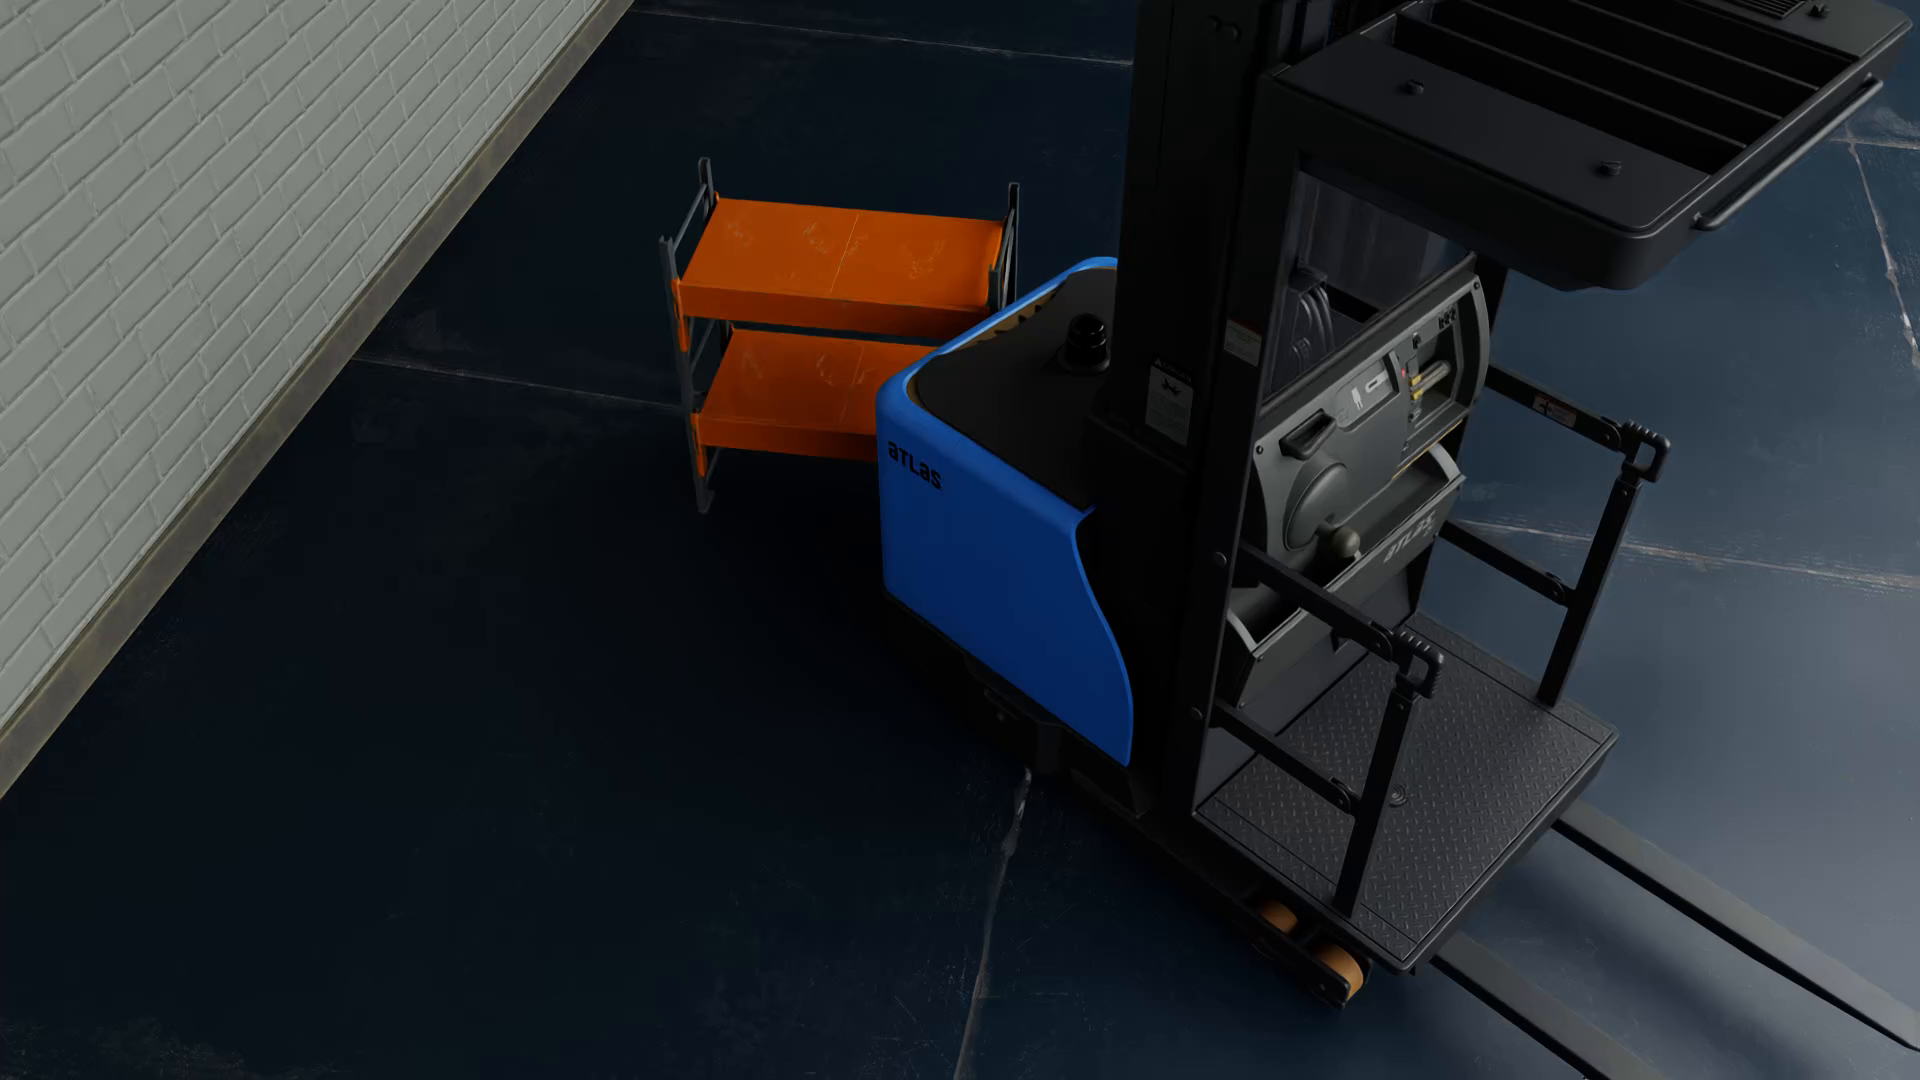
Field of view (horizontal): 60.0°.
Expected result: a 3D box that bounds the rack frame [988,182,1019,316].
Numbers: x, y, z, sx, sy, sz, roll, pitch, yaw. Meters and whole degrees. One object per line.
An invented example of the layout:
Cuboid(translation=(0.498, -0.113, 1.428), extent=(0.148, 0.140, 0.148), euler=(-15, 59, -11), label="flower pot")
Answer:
Cuboid(translation=(0.137, -0.566, 5.527), extent=(0.032, 1.125, 0.500), euler=(6, 44, 6), label="rack frame")

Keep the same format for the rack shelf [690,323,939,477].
Cuboid(translation=(-0.365, -0.443, 5.751), extent=(1.000, 0.278, 0.538), euler=(6, 44, 6), label="rack shelf")

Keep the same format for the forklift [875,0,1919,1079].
Cuboid(translation=(1.144, -0.226, 3.871), extent=(3.031, 2.935, 1.130), euler=(35, 54, 31), label="forklift")

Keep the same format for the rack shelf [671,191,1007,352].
Cuboid(translation=(-0.365, -0.830, 5.379), extent=(1.000, 0.278, 0.538), euler=(6, 44, 6), label="rack shelf")

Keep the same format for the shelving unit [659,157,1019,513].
Cuboid(translation=(-0.365, -0.619, 5.582), extent=(1.048, 1.125, 0.538), euler=(6, 44, 6), label="shelving unit")

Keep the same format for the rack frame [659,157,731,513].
Cuboid(translation=(-0.868, -0.671, 5.636), extent=(0.032, 1.125, 0.500), euler=(6, 44, 6), label="rack frame")
